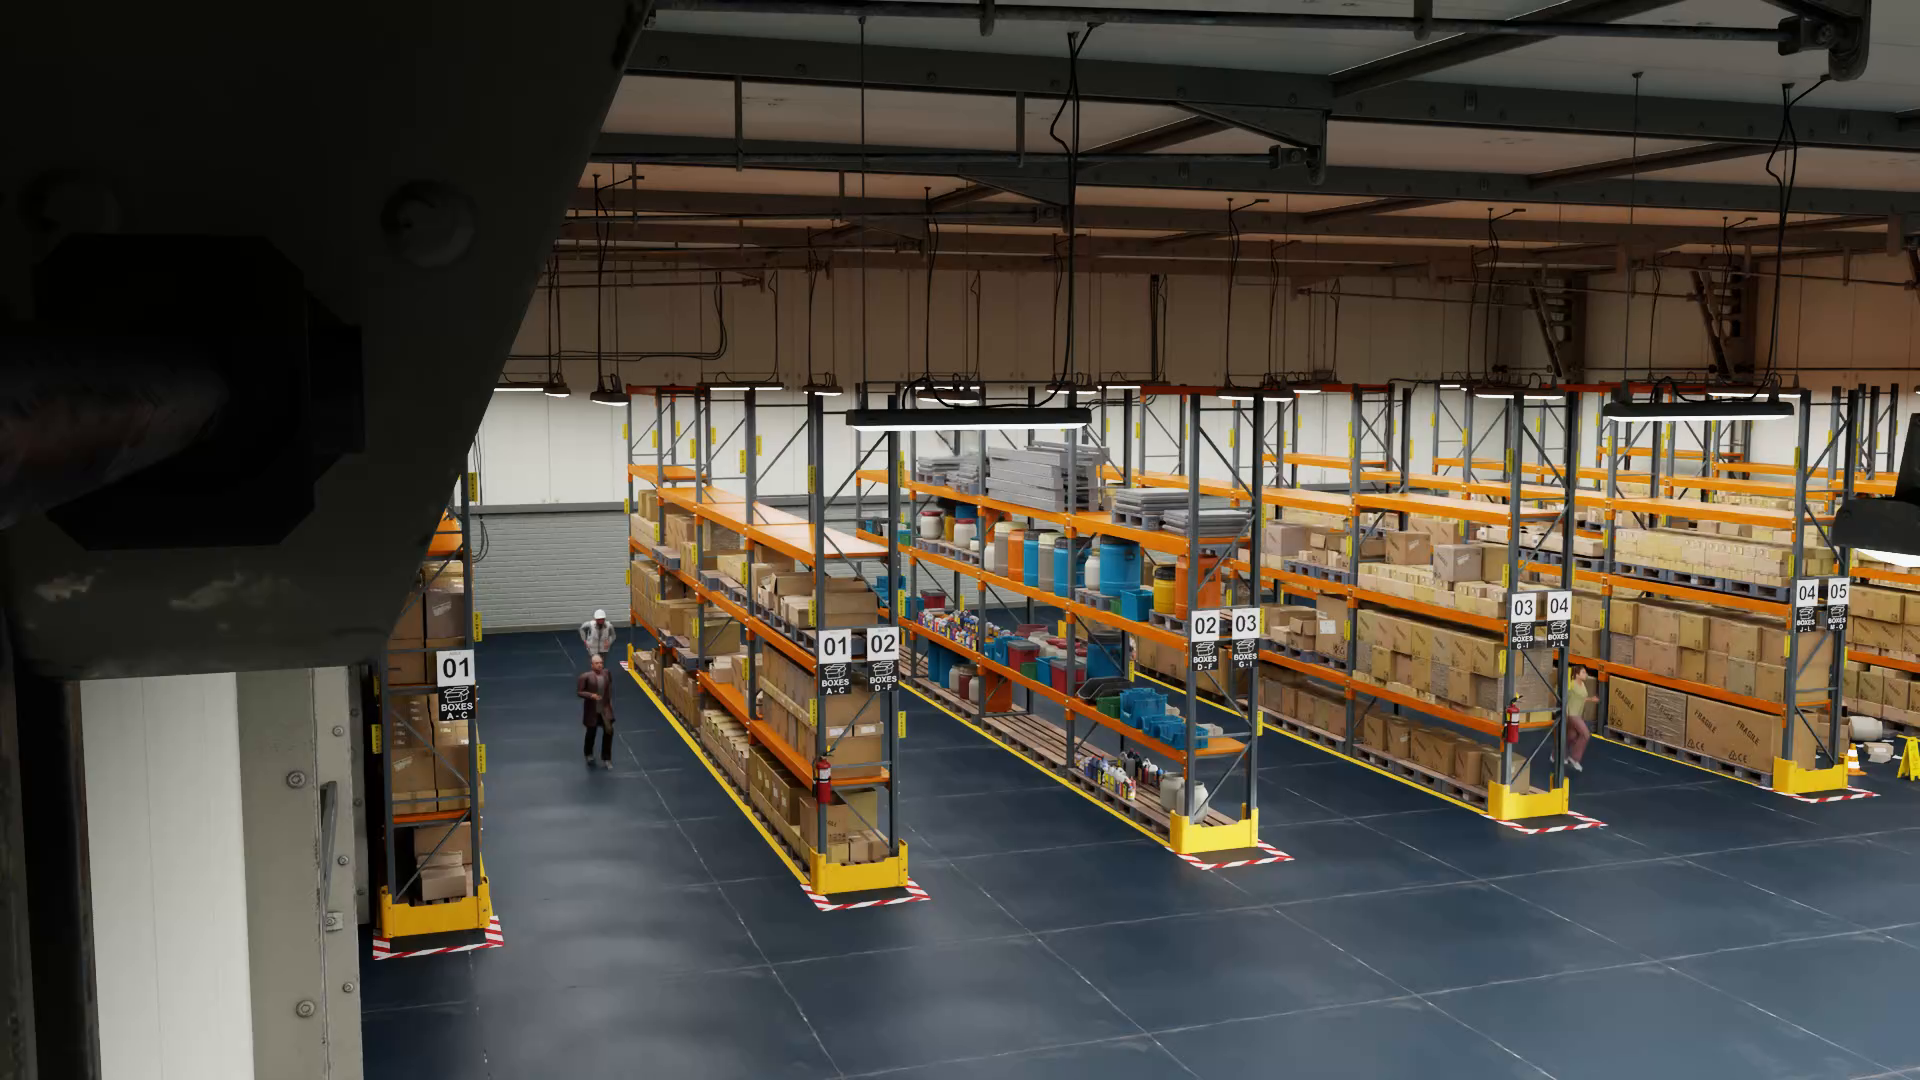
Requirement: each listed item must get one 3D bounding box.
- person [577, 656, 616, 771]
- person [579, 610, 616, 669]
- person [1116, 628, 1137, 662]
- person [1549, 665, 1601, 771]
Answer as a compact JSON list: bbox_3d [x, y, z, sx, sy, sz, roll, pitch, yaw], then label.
[{"bbox_3d":[-5.772,2.733,26.387,0.640,1.835,0.907,-3,7,-28],"label":"person"},{"bbox_3d":[-7.055,2.167,32.408,0.697,1.732,1.050,-2,6,-17],"label":"person"},{"bbox_3d":[2.834,2.379,30.021,0.662,1.790,1.088,-4,7,-31],"label":"person"},{"bbox_3d":[9.701,2.806,26.280,0.741,1.695,0.579,5,8,40],"label":"person"}]
